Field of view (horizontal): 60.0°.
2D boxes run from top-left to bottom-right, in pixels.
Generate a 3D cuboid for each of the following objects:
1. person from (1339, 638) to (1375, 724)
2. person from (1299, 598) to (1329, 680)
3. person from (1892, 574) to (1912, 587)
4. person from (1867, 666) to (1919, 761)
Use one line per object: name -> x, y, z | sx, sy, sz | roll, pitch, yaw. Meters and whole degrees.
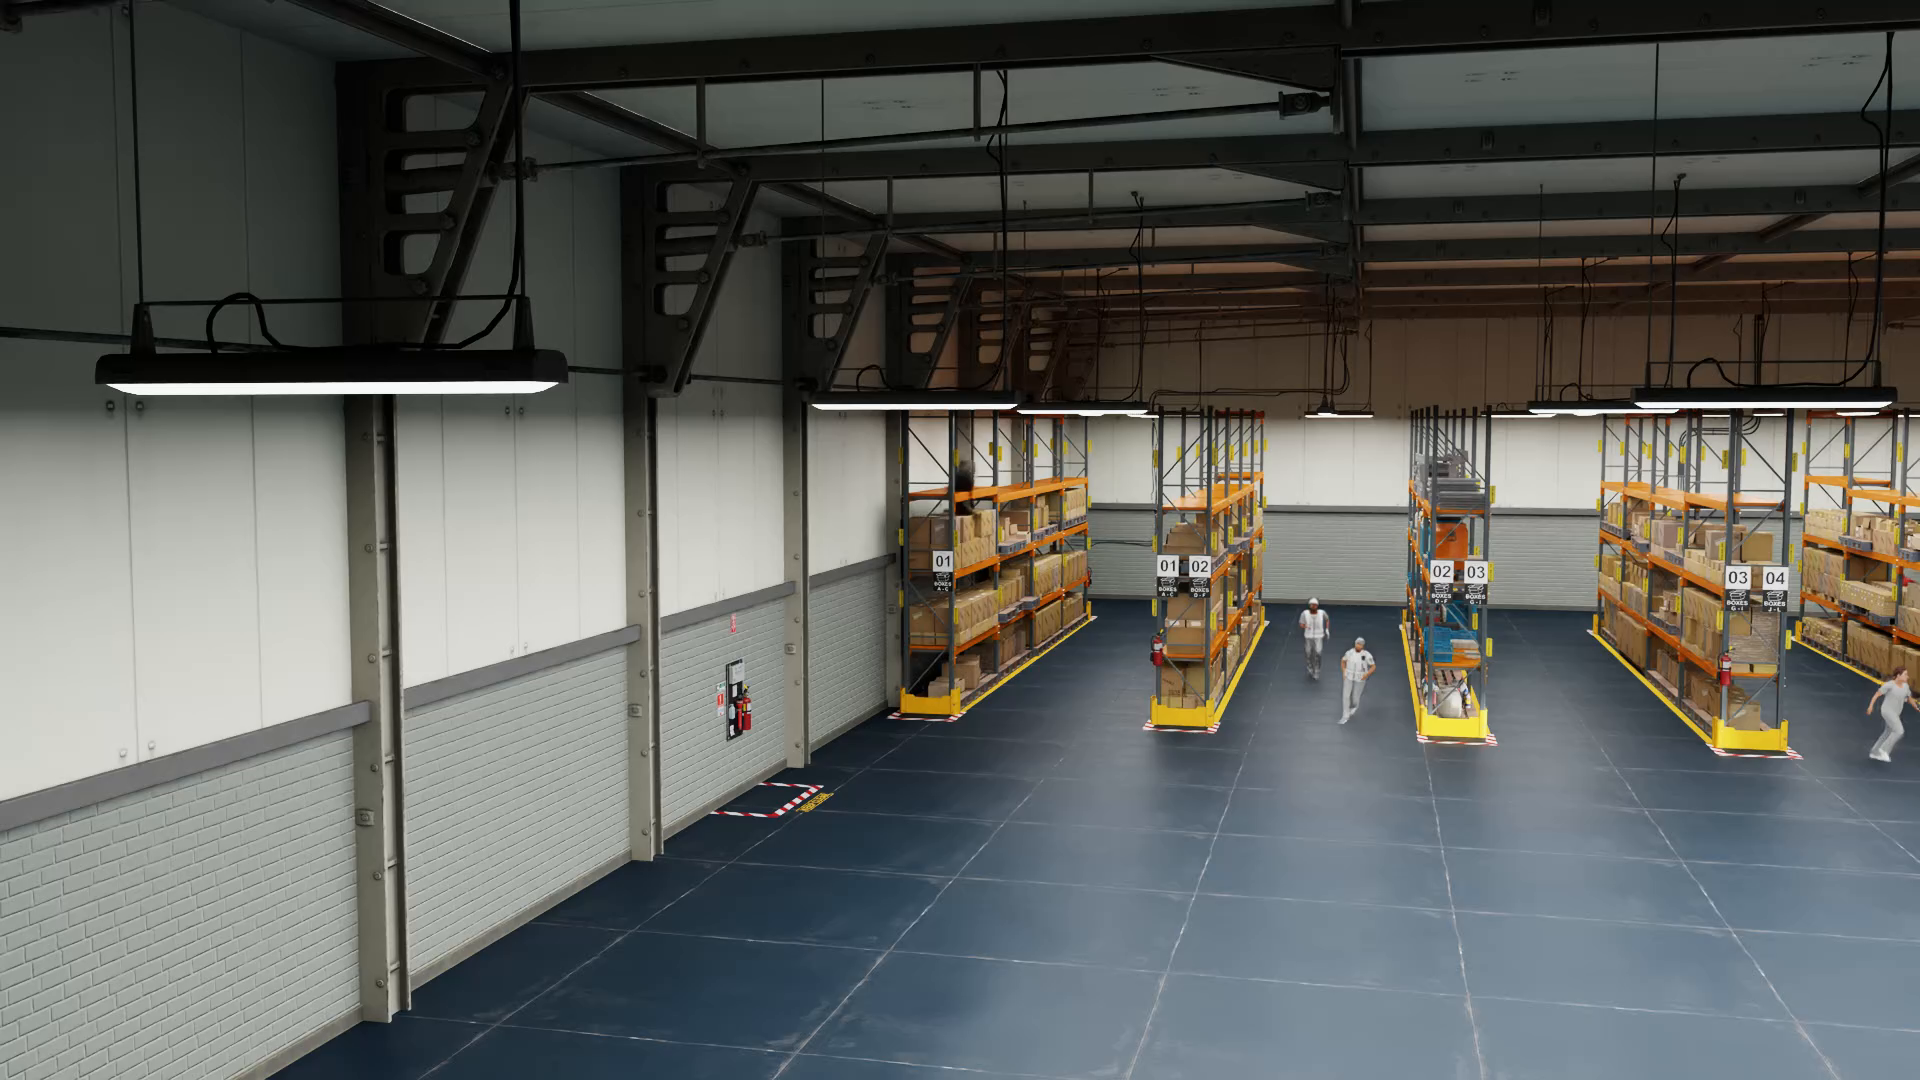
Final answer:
person -> 7.569, 2.655, 31.666 | 0.665, 1.627, 0.741 | 2, 4, 22
person -> 7.851, 2.192, 36.870 | 0.666, 1.814, 0.823 | 1, 4, 12
person -> 26.029, 1.600, 45.920 | 0.800, 1.683, 0.669 | -2, 5, -28
person -> 15.628, 2.907, 27.766 | 0.521, 1.618, 0.788 | -2, 5, -26
